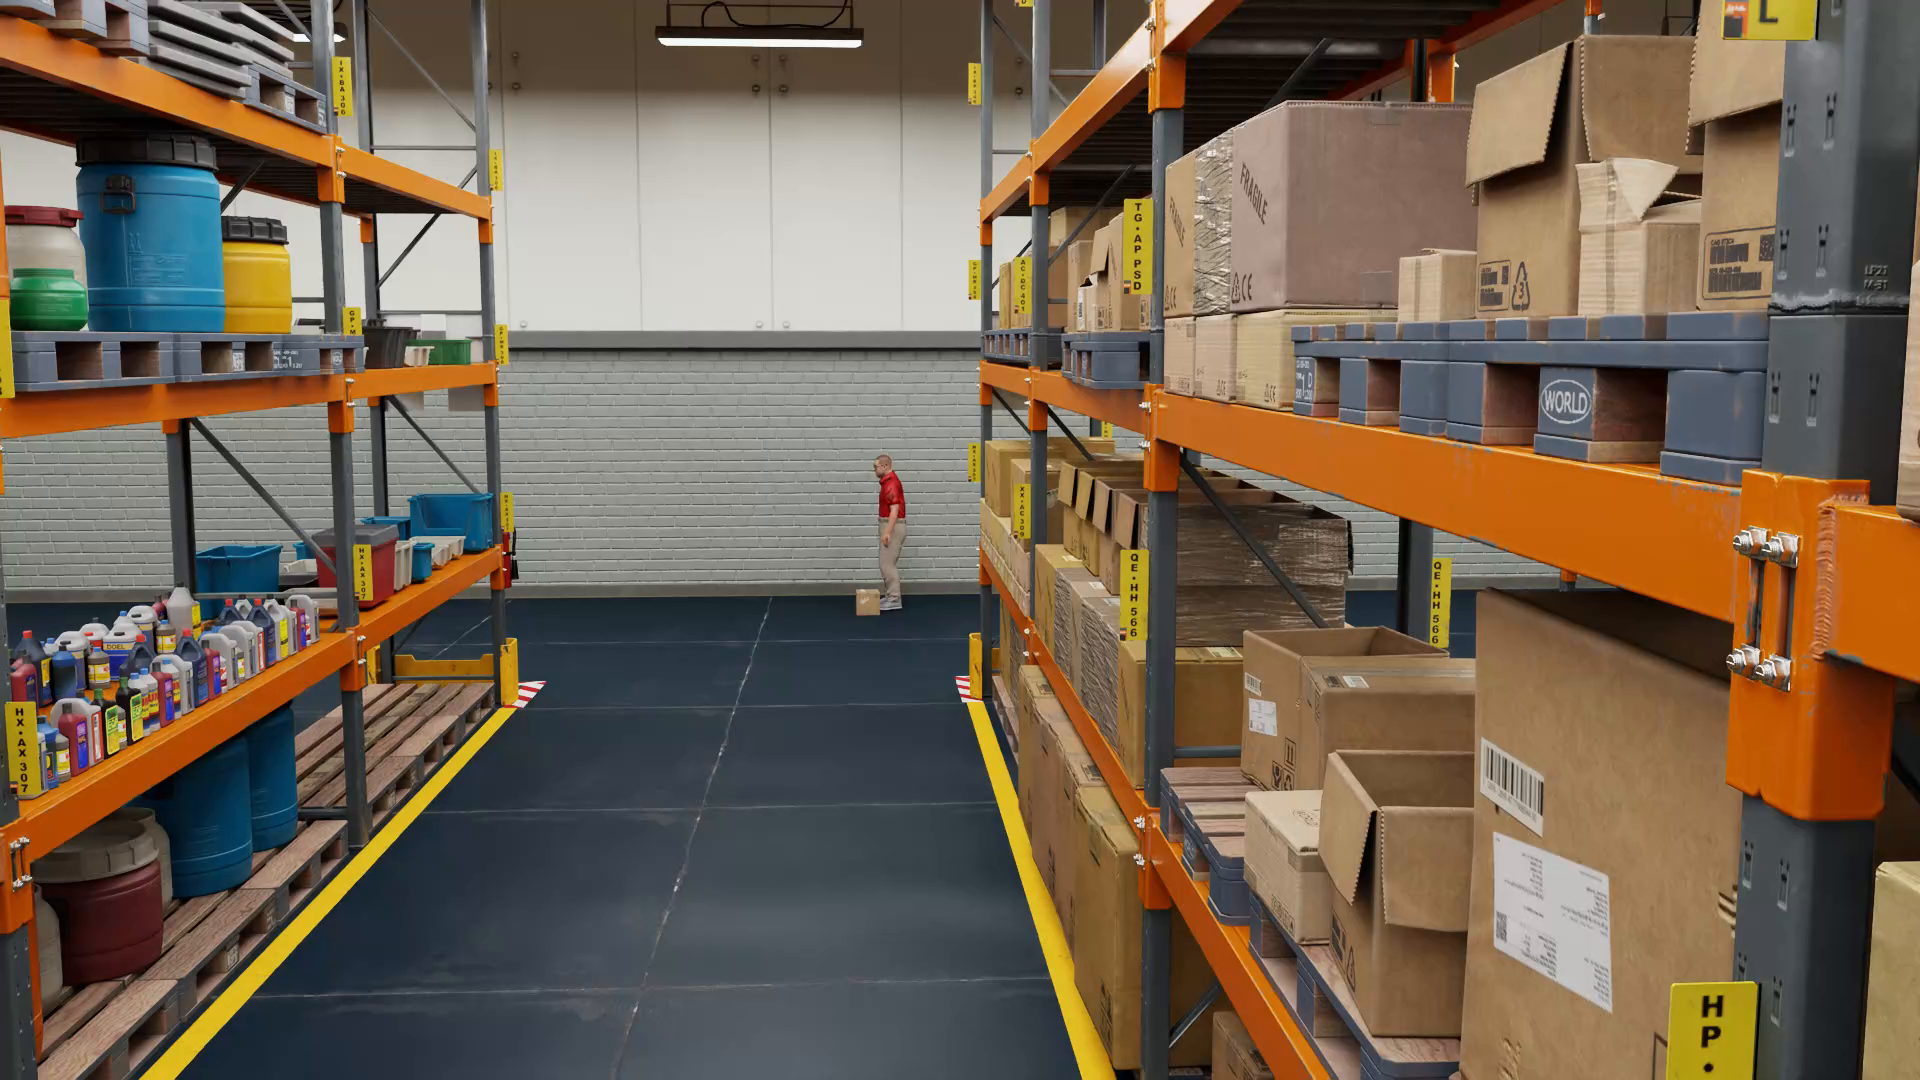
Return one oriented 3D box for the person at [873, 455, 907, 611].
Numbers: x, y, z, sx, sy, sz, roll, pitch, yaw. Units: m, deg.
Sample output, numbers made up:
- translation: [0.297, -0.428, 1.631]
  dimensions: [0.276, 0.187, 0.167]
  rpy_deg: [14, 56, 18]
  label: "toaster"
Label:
- translation: [-0.794, -0.092, 18.577]
  dimensions: [0.396, 1.726, 0.585]
  rpy_deg: [0, 7, -4]
  label: "person"
